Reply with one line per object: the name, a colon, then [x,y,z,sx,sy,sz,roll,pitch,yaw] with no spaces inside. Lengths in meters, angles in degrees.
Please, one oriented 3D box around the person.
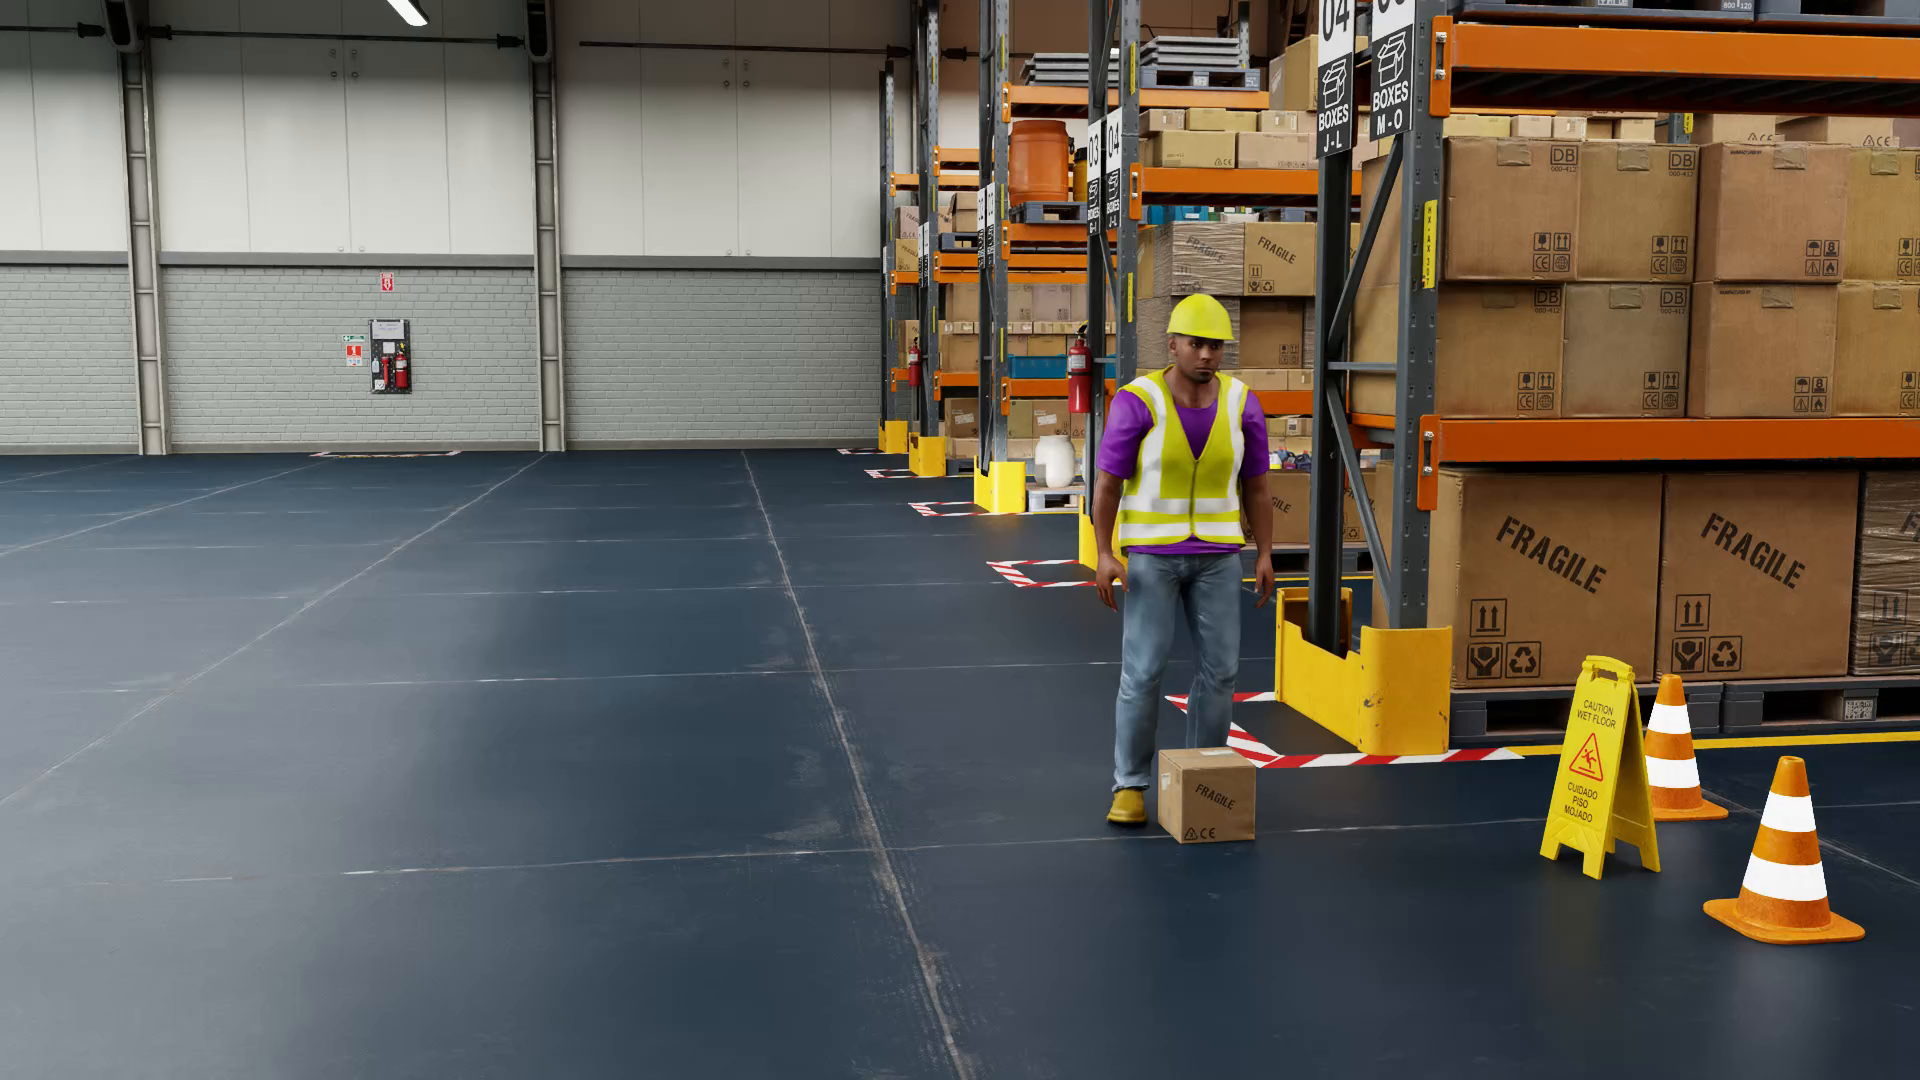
person: [0.756,0.062,5.593,0.627,1.758,0.456,-1,7,-8]
